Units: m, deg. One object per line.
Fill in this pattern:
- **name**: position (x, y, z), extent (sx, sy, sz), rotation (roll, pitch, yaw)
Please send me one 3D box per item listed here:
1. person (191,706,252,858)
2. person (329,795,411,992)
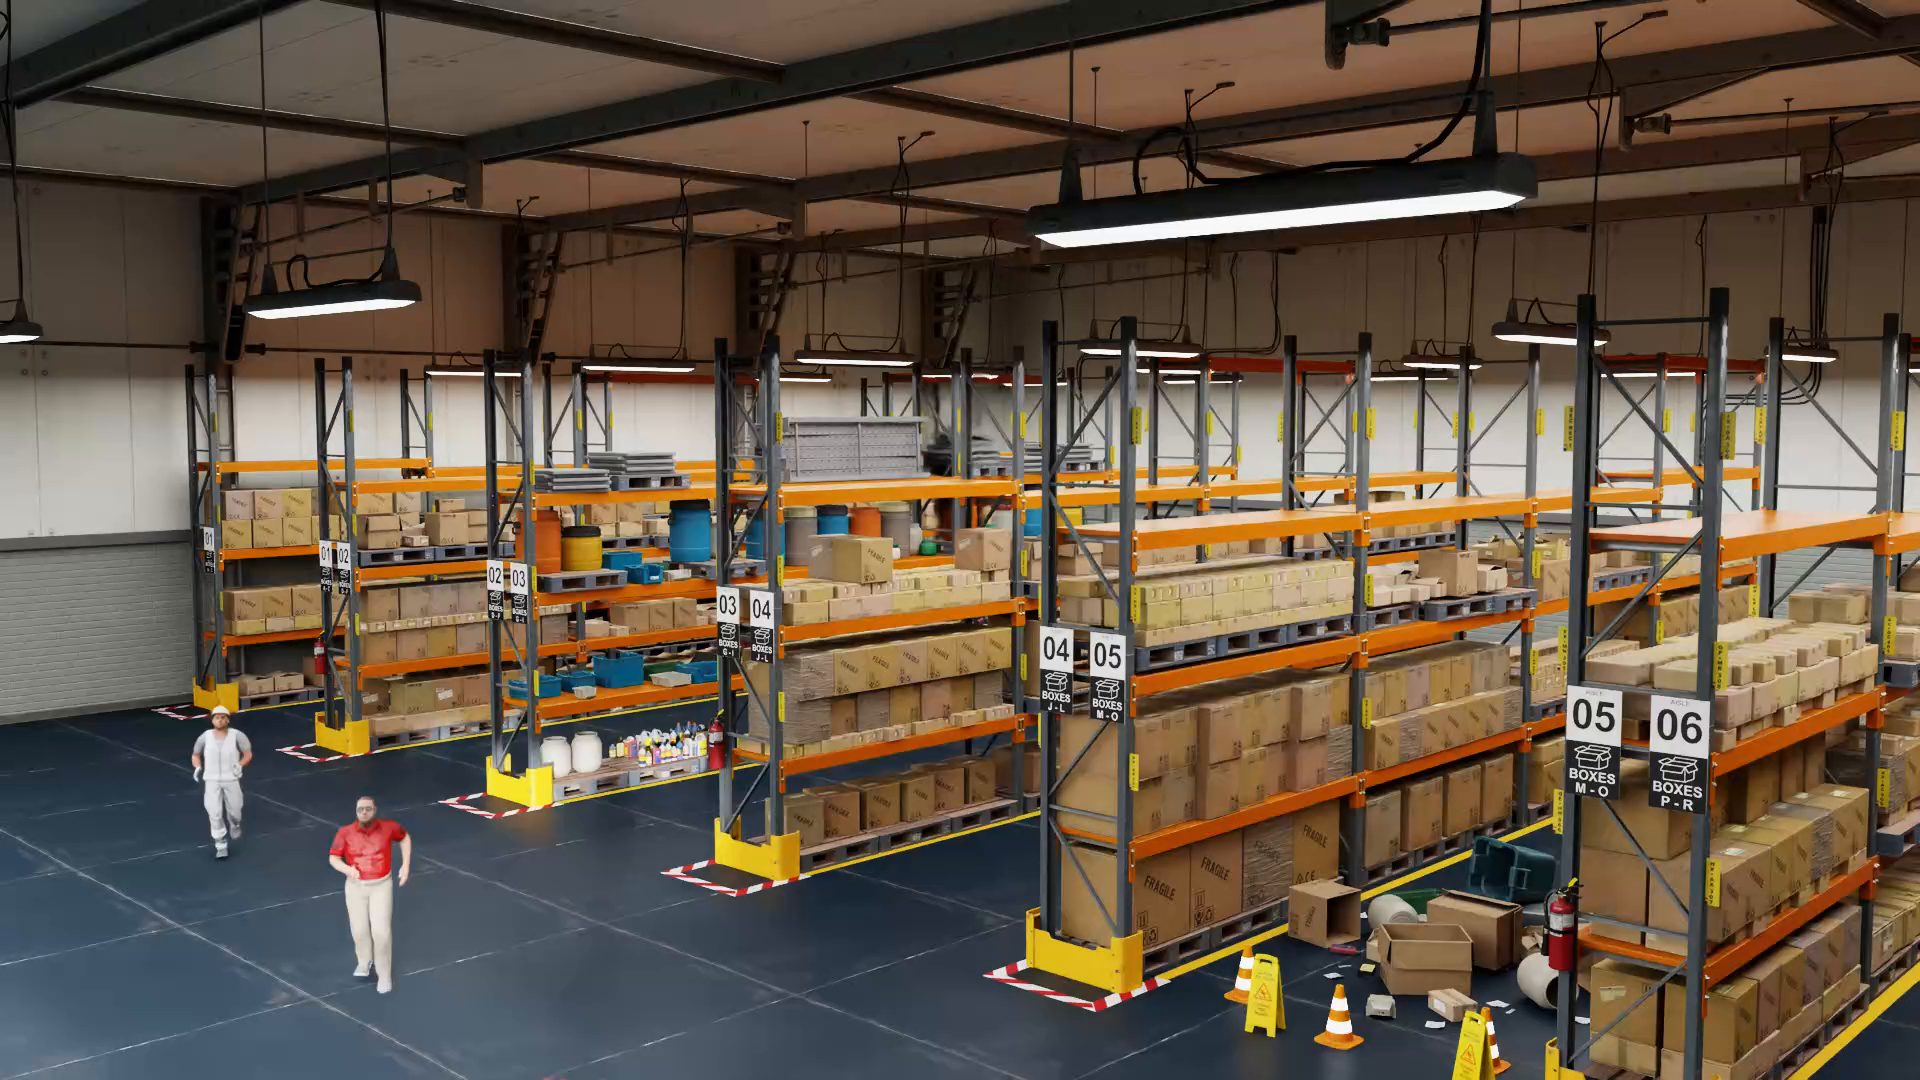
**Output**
- **person**: position (-8.633, 2.805, 19.456), extent (0.659, 1.742, 0.708), rotation (-1, 5, -18)
- **person**: position (-5.295, 3.190, 14.940), extent (0.679, 1.817, 0.769), rotation (-1, 5, -15)
